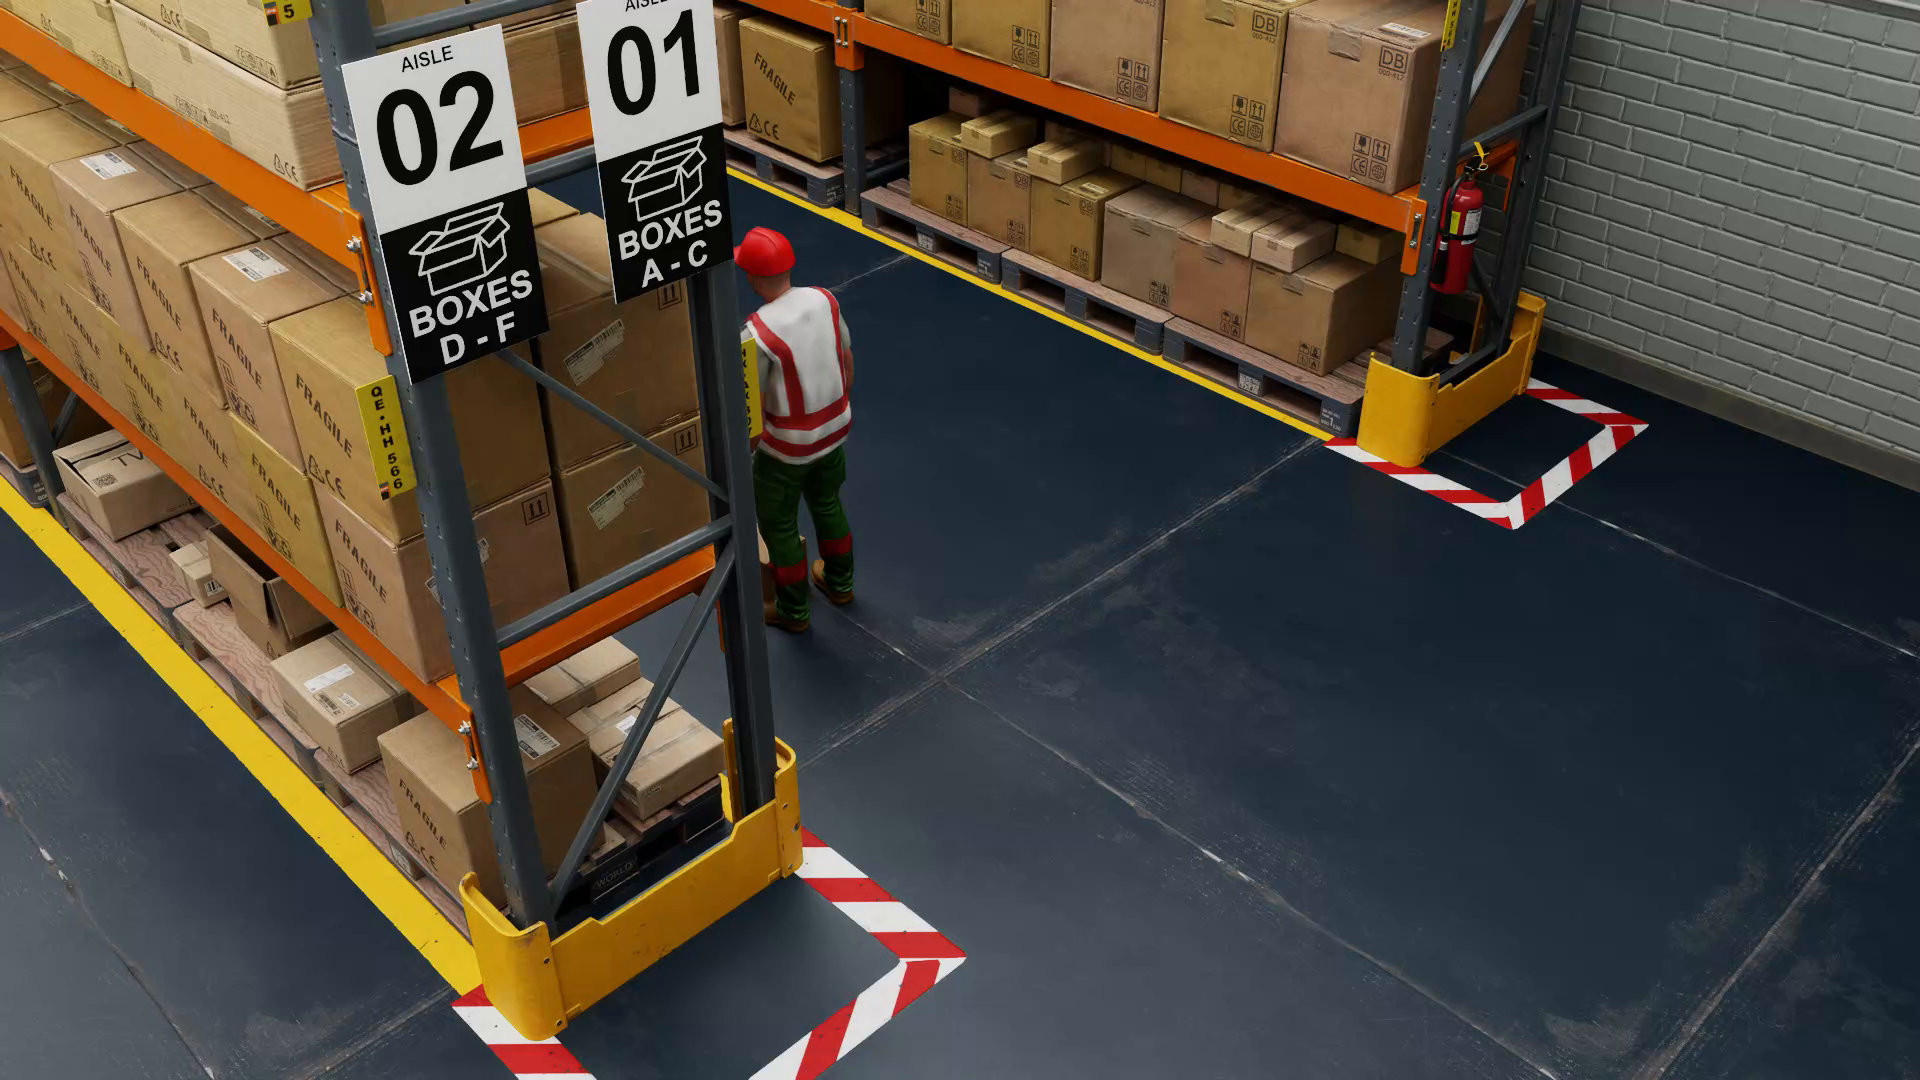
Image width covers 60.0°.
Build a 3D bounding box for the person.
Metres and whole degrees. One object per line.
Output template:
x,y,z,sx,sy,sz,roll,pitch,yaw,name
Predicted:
-0.674,-0.428,6.740,0.449,1.779,0.608,28,44,34,person
